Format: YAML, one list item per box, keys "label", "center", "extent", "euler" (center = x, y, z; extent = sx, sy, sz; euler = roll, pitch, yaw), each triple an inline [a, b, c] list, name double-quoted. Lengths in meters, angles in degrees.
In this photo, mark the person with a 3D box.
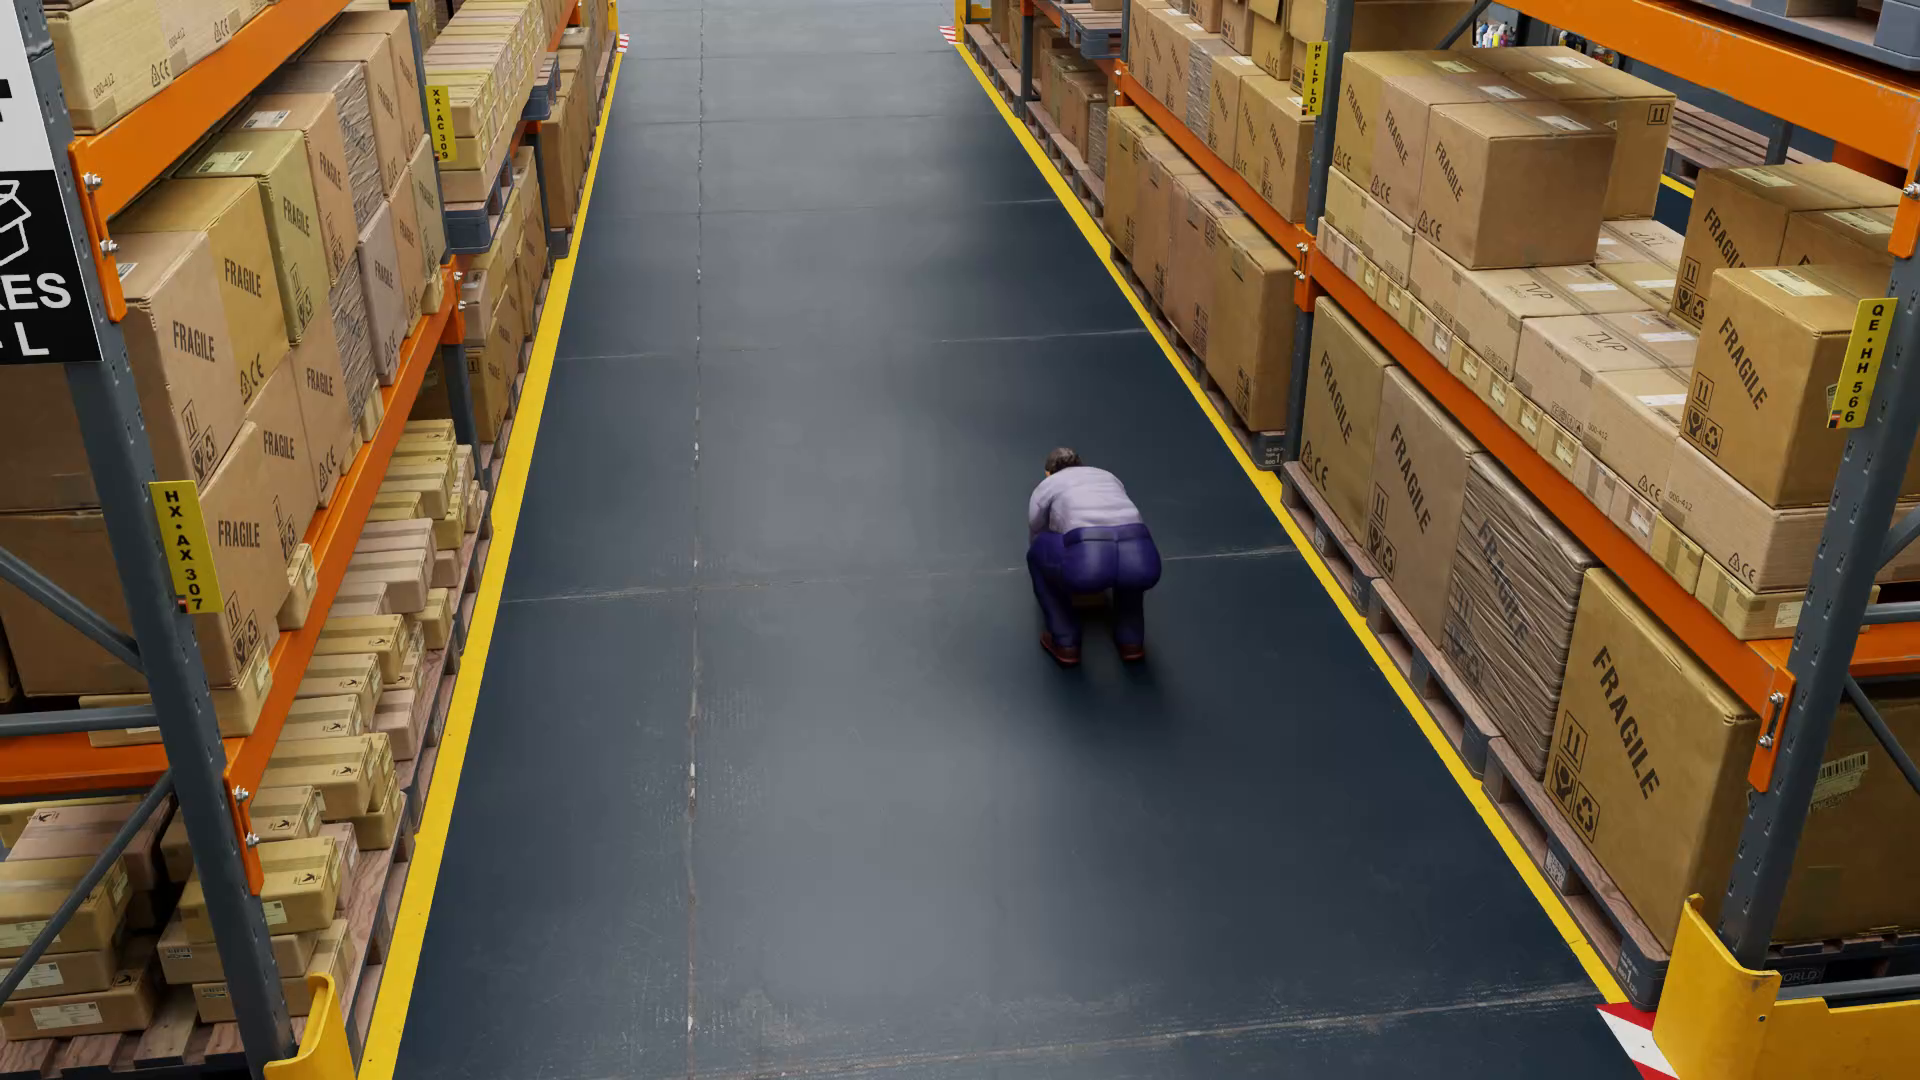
- label: "person"
  center: [0.548, -0.289, 6.708]
  extent: [0.436, 1.644, 0.539]
  euler: [-4, 28, -8]
